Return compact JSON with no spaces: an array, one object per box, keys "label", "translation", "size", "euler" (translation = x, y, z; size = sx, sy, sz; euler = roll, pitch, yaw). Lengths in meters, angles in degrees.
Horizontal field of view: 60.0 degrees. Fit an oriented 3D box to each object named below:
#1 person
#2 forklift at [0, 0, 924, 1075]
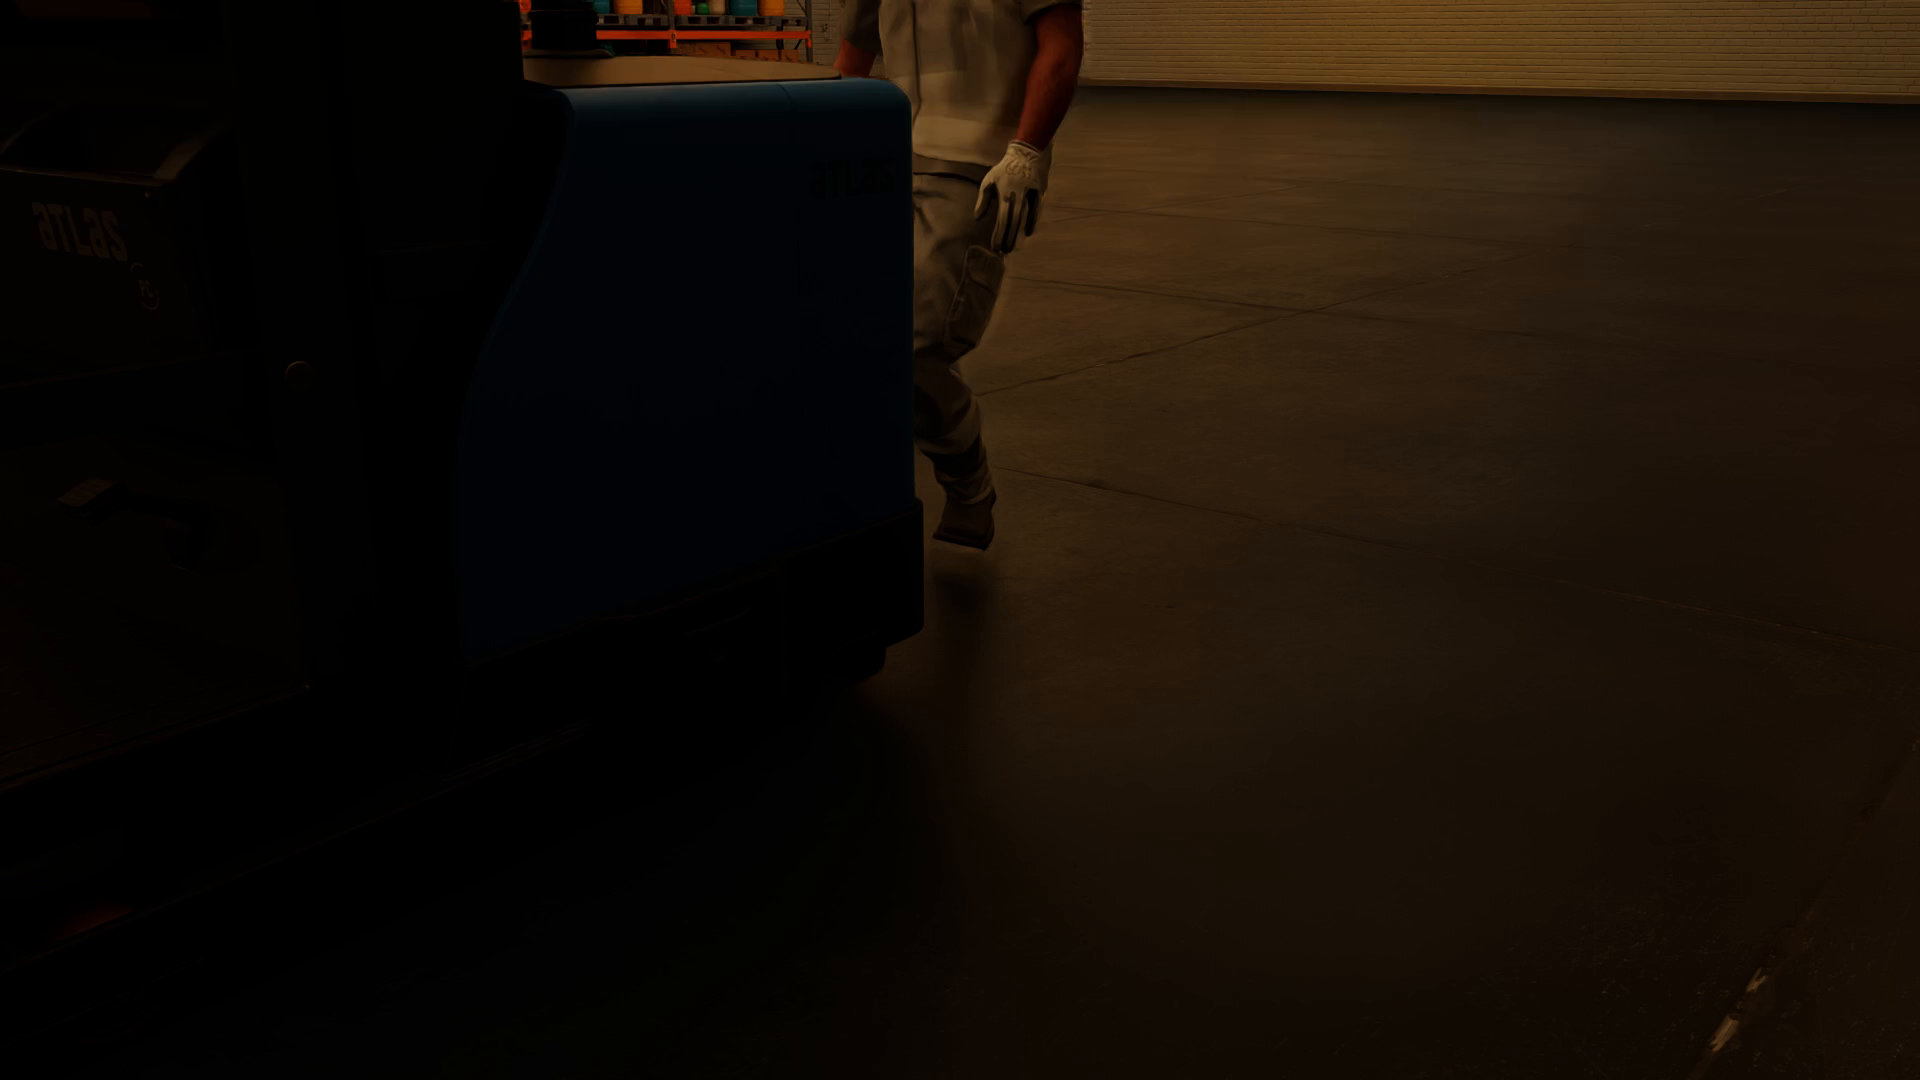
[{"label":"person","translation":[-0.146,-0.744,3.448],"size":[0.696,1.737,0.718],"euler":[-15,23,-41]},{"label":"forklift","translation":[-1.367,-0.923,1.936],"size":[1.130,2.935,3.031],"euler":[13,21,36]}]
